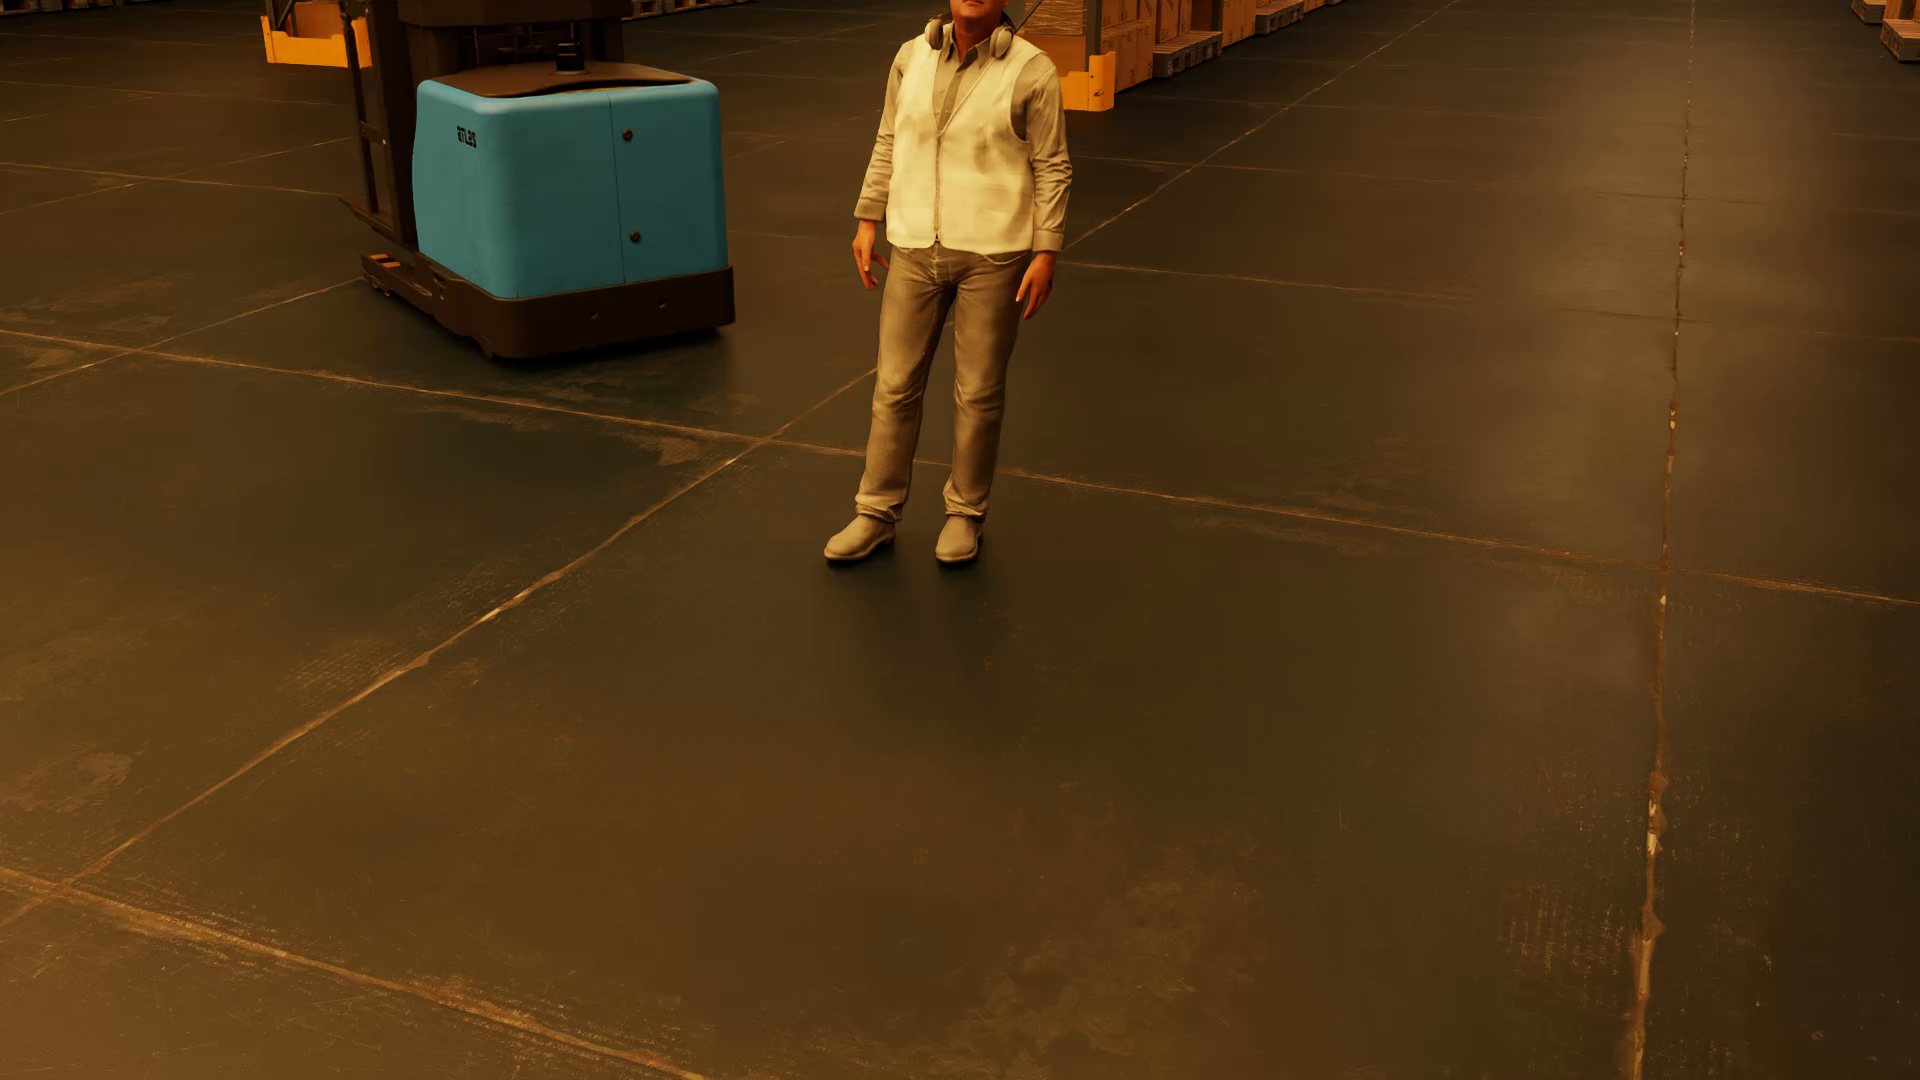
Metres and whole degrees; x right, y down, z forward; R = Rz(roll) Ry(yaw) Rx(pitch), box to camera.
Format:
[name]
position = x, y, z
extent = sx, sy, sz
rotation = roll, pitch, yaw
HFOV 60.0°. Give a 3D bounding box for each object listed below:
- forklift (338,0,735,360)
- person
[forklift]
position = -2.213, -2.589, 7.487
extent = 1.130, 2.935, 3.031
rotation = -15, 27, -31
[person]
position = -0.031, -0.804, 4.697
extent = 0.633, 1.775, 0.566
rotation = 9, 24, 21
